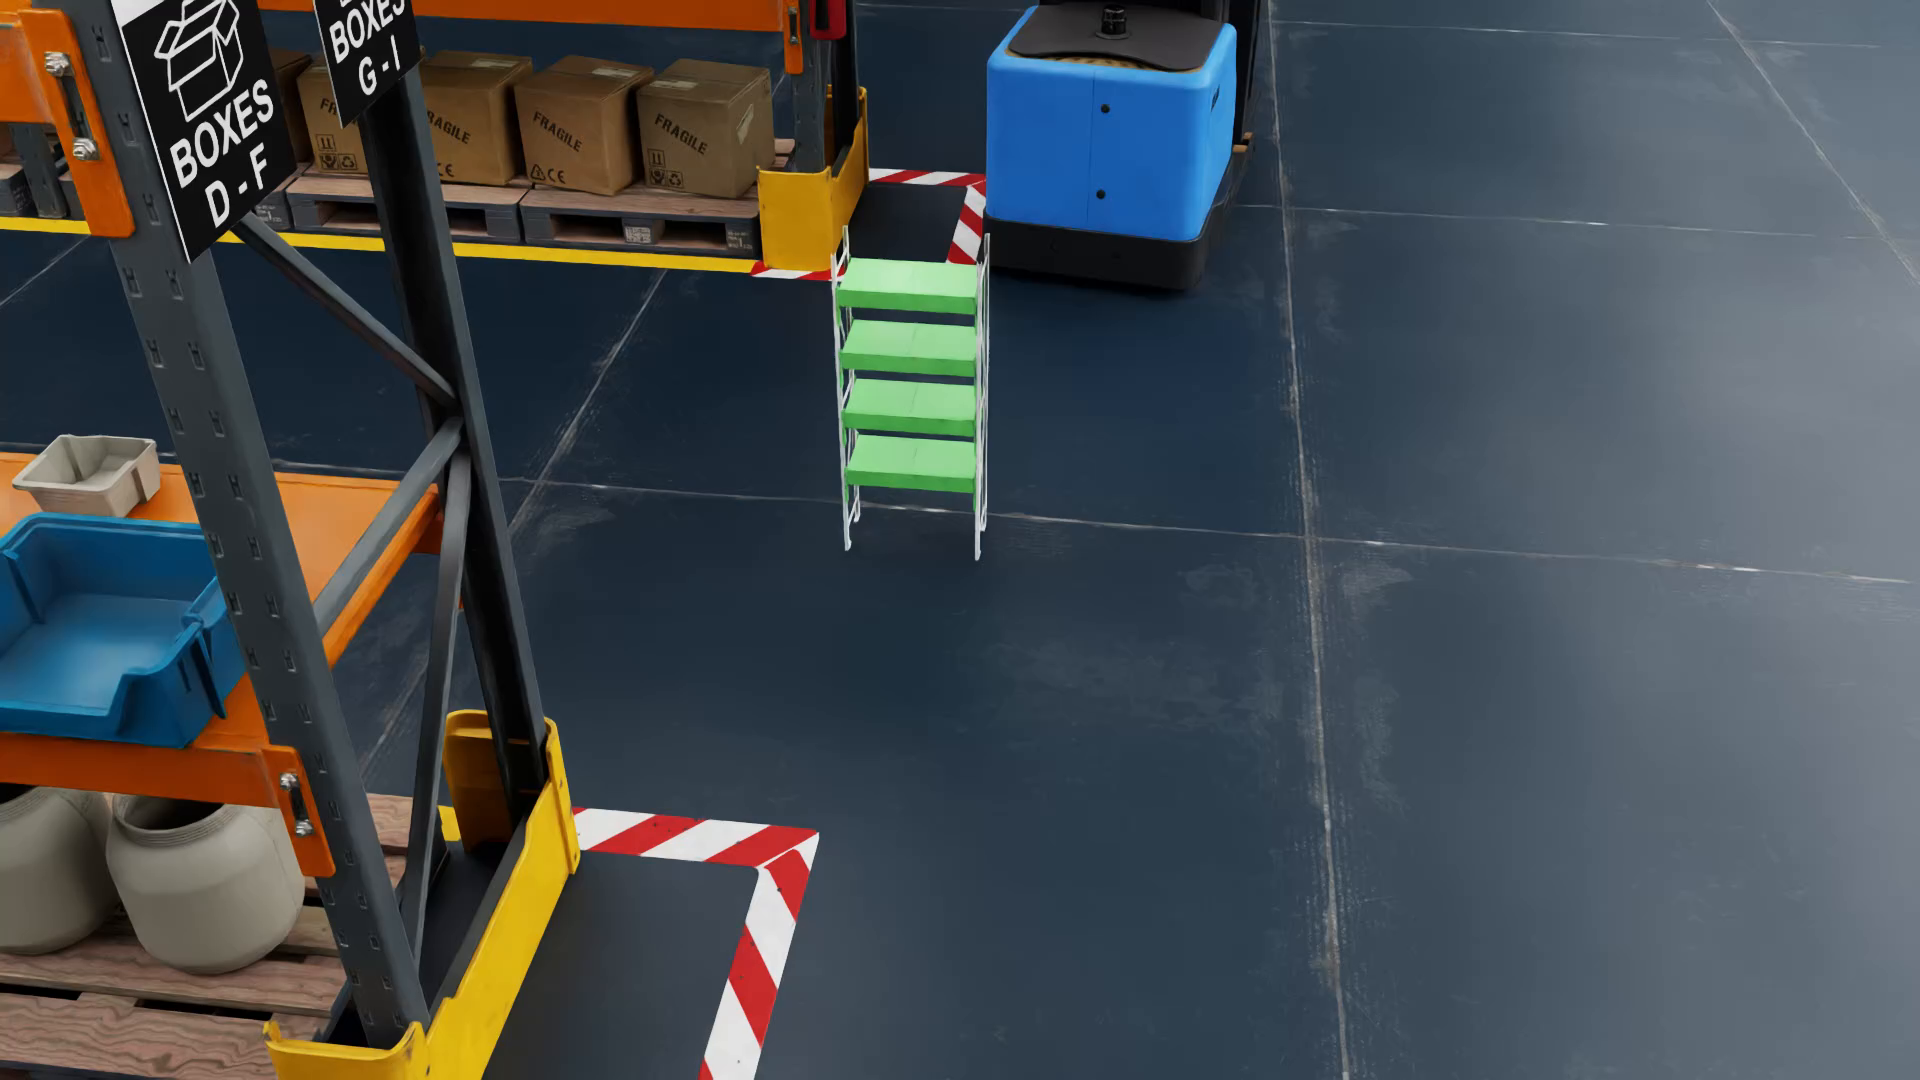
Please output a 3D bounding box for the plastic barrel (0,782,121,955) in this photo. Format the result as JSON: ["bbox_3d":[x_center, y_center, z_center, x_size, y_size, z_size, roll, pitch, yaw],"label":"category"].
[{"bbox_3d":[-2.441,0.791,4.340,0.421,0.512,0.421,0,36,0],"label":"plastic barrel"}]

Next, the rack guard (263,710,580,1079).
[{"bbox_3d":[-1.363,1.030,4.377,0.348,0.500,1.175,4,36,6],"label":"rack guard"}]

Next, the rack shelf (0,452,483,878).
[{"bbox_3d":[-3.265,0.136,4.097,4.000,0.370,1.077,4,36,6],"label":"rack shelf"}]

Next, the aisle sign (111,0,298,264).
[{"bbox_3d":[-1.248,-0.891,2.678,0.004,0.787,0.394,4,36,6],"label":"aisle sign"}]

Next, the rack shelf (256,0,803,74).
[{"bbox_3d":[-2.634,-2.718,8.096,4.000,0.370,1.077,4,36,6],"label":"rack shelf"}]

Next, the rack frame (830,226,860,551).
[{"bbox_3d":[-0.406,-0.519,5.944,0.015,1.200,0.240,4,36,6],"label":"rack frame"}]

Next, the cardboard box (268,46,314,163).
[{"bbox_3d":[-3.657,-2.222,8.571,0.500,0.500,0.500,16,38,21],"label":"cardboard box"}]

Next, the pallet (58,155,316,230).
[{"bbox_3d":[-3.948,-1.995,8.863,1.213,0.211,1.003,4,36,6],"label":"pallet"}]

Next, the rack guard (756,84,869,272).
[{"bbox_3d":[-0.726,-1.851,8.414,0.348,0.500,1.175,4,36,6],"label":"rack guard"}]

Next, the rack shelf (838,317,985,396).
[{"bbox_3d":[-0.164,-0.644,5.816,0.480,0.148,0.258,4,36,6],"label":"rack shelf"}]

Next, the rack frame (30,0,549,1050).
[{"bbox_3d":[-1.282,-0.009,3.681,0.127,3.000,1.000,4,36,6],"label":"rack frame"}]

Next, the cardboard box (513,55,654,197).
[{"bbox_3d":[-1.865,-2.097,8.396,0.500,0.500,0.500,14,38,18],"label":"cardboard box"}]

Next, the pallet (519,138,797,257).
[{"bbox_3d":[-1.527,-1.814,8.610,1.213,0.211,1.003,4,36,6],"label":"pallet"}]

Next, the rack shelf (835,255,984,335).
[{"bbox_3d":[-0.164,-0.839,5.677,0.480,0.148,0.258,4,36,6],"label":"rack shelf"}]

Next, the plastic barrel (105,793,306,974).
[{"bbox_3d":[-1.944,0.828,4.288,0.421,0.512,0.421,0,36,0],"label":"plastic barrel"}]

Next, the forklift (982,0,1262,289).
[{"bbox_3d":[1.007,-3.219,8.238,1.130,2.935,3.031,10,37,13],"label":"forklift"}]

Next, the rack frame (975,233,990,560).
[{"bbox_3d":[0.078,-0.483,5.893,0.015,1.200,0.240,4,36,6],"label":"rack frame"}]

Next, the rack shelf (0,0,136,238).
[{"bbox_3d":[-3.265,-1.085,3.226,4.000,0.370,1.077,4,36,6],"label":"rack shelf"}]

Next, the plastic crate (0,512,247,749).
[{"bbox_3d":[-1.816,0.187,3.534,0.616,0.251,0.499,4,36,6],"label":"plastic crate"}]

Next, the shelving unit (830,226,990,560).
[{"bbox_3d":[-0.164,-0.501,5.919,0.503,1.200,0.258,4,36,6],"label":"shelving unit"}]

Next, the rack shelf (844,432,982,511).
[{"bbox_3d":[-0.164,-0.253,6.095,0.480,0.148,0.258,4,36,6],"label":"rack shelf"}]

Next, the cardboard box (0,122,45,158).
[{"bbox_3d":[-5.224,-2.379,8.774,0.500,0.500,0.700,2,36,2],"label":"cardboard box"}]

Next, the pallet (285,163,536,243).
[{"bbox_3d":[-2.734,-1.906,8.739,1.213,0.211,1.003,4,36,6],"label":"pallet"}]

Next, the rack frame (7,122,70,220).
[{"bbox_3d":[-4.618,-3.159,8.094,0.127,3.000,1.000,4,36,6],"label":"rack frame"}]

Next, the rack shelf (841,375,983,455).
[{"bbox_3d":[-0.164,-0.449,5.956,0.480,0.148,0.258,4,36,6],"label":"rack shelf"}]

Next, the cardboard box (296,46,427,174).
[{"bbox_3d":[-3.032,-2.221,8.570,0.500,0.500,0.500,1,36,2],"label":"cardboard box"}]

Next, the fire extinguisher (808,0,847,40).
[{"bbox_3d":[-0.596,-2.558,7.318,0.183,0.674,0.296,4,36,6],"label":"fire extinguisher"}]

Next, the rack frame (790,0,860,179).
[{"bbox_3d":[-0.651,-2.863,7.680,0.127,3.000,1.000,4,36,6],"label":"rack frame"}]

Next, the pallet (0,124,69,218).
[{"bbox_3d":[-5.391,-2.081,8.984,1.213,0.211,1.003,4,36,6],"label":"pallet"}]

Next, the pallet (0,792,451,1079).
[{"bbox_3d":[-2.168,1.084,4.549,1.213,0.211,1.003,4,36,6],"label":"pallet"}]

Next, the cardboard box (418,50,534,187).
[{"bbox_3d":[-2.484,-2.154,8.476,0.500,0.500,0.500,7,36,10],"label":"cardboard box"}]

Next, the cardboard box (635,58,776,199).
[{"bbox_3d":[-1.268,-2.072,8.362,0.500,0.500,0.500,11,37,15],"label":"cardboard box"}]

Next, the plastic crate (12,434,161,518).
[{"bbox_3d":[-2.128,-0.154,4.110,0.250,0.136,0.298,4,36,6],"label":"plastic crate"}]

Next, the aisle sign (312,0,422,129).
[{"bbox_3d":[-1.173,-1.231,3.155,0.004,0.787,0.394,4,36,6],"label":"aisle sign"}]
